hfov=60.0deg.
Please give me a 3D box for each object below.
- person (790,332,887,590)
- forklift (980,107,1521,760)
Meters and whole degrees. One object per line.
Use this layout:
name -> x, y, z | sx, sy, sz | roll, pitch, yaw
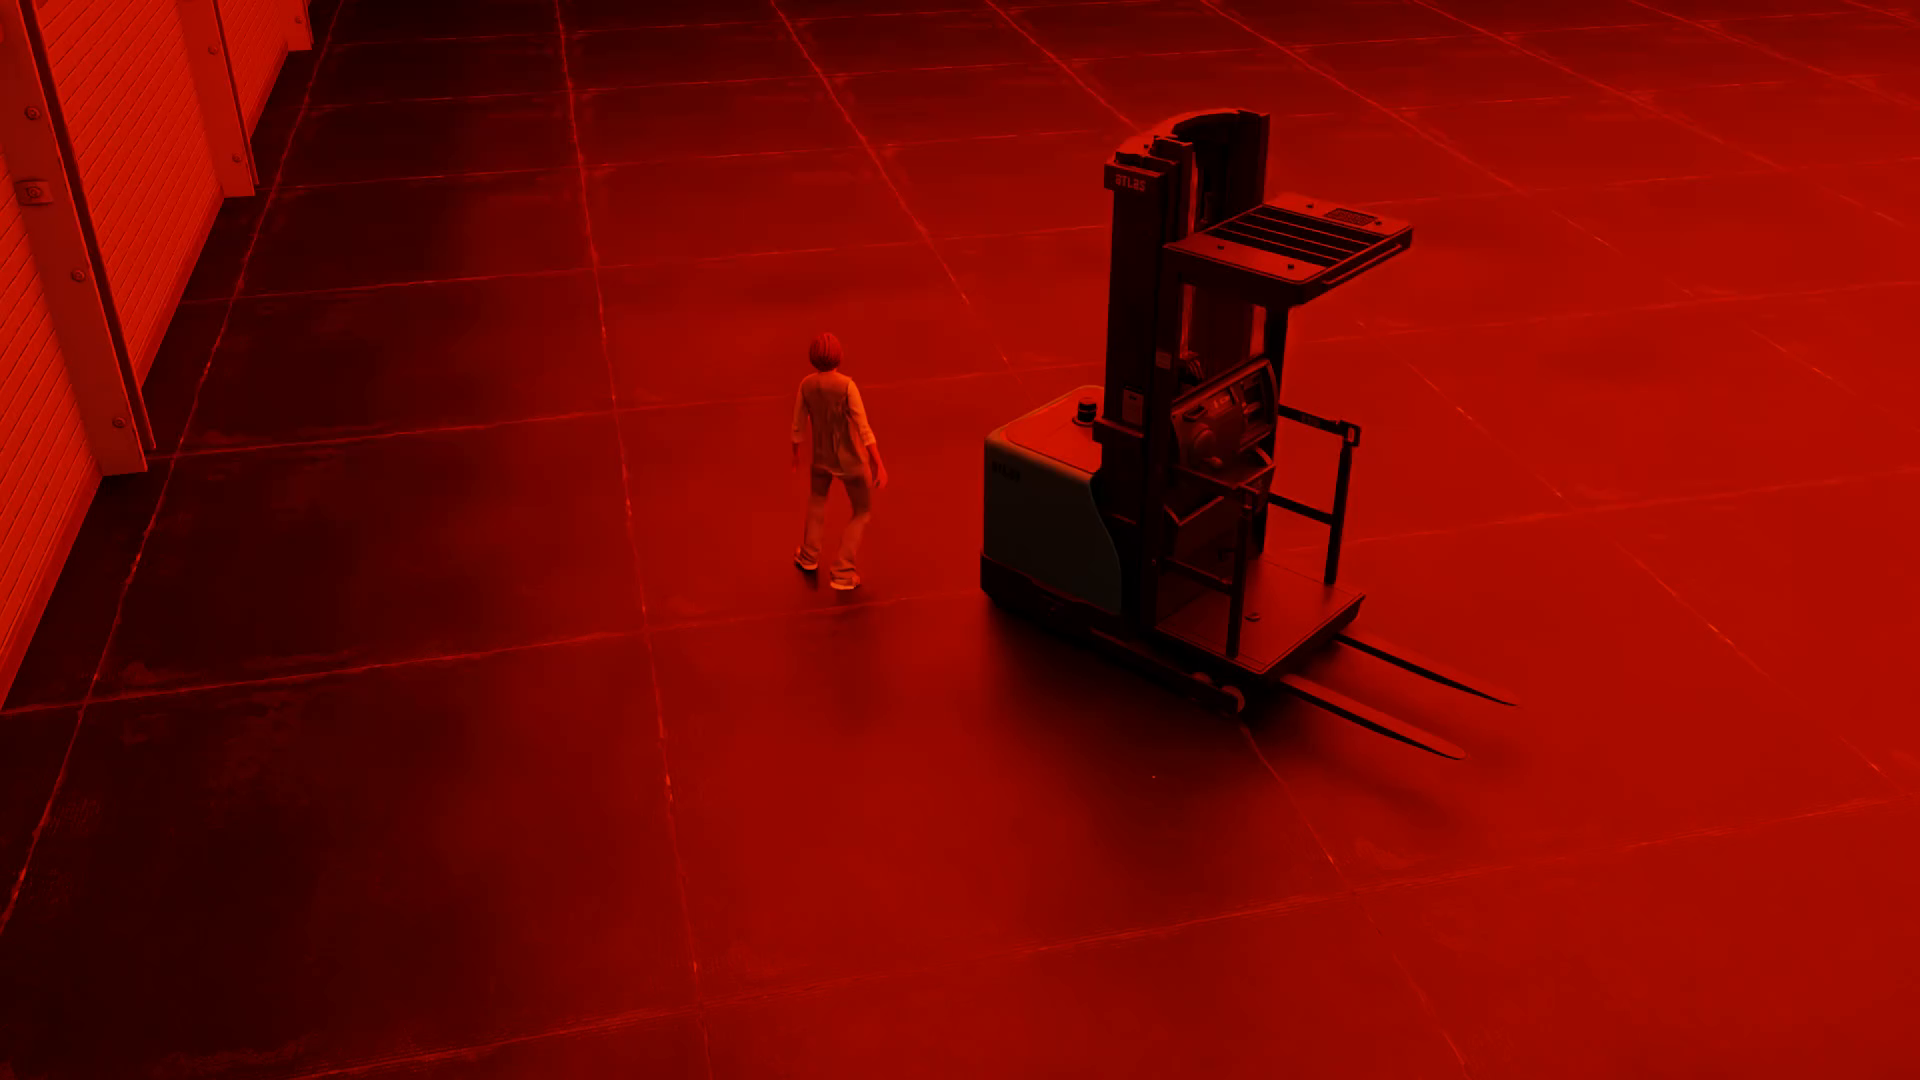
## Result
person -> -0.738, -0.435, 9.762 | 0.747, 1.548, 0.440 | 17, 34, 27
forklift -> 1.556, -0.622, 8.649 | 3.031, 2.935, 1.130 | 24, 38, 35
